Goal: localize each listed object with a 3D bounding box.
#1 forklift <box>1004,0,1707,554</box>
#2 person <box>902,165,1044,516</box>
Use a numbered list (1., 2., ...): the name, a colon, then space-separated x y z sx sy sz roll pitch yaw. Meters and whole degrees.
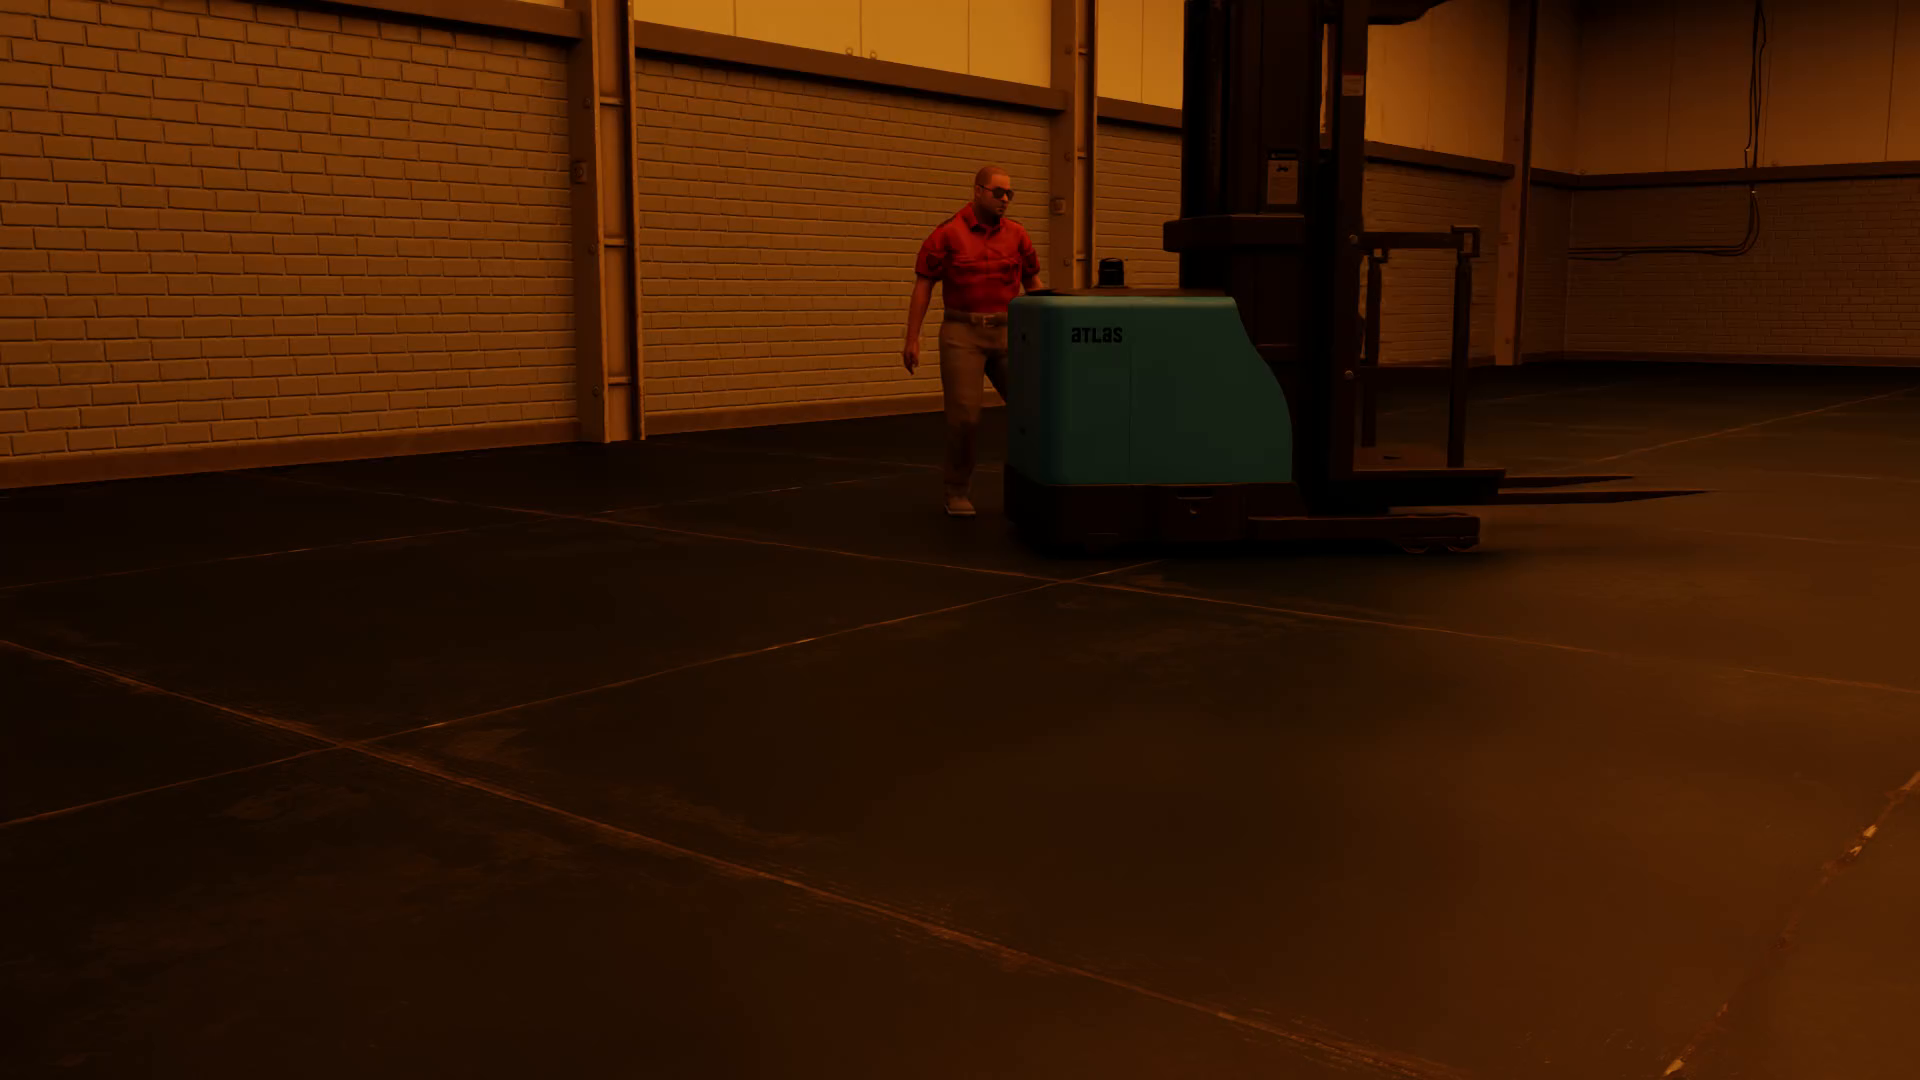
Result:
1. forklift: 1.761 -1.466 7.300 3.031 2.935 1.130 -1 8 -7
2. person: 0.145 -0.975 8.212 0.842 1.702 0.390 -3 9 -21
